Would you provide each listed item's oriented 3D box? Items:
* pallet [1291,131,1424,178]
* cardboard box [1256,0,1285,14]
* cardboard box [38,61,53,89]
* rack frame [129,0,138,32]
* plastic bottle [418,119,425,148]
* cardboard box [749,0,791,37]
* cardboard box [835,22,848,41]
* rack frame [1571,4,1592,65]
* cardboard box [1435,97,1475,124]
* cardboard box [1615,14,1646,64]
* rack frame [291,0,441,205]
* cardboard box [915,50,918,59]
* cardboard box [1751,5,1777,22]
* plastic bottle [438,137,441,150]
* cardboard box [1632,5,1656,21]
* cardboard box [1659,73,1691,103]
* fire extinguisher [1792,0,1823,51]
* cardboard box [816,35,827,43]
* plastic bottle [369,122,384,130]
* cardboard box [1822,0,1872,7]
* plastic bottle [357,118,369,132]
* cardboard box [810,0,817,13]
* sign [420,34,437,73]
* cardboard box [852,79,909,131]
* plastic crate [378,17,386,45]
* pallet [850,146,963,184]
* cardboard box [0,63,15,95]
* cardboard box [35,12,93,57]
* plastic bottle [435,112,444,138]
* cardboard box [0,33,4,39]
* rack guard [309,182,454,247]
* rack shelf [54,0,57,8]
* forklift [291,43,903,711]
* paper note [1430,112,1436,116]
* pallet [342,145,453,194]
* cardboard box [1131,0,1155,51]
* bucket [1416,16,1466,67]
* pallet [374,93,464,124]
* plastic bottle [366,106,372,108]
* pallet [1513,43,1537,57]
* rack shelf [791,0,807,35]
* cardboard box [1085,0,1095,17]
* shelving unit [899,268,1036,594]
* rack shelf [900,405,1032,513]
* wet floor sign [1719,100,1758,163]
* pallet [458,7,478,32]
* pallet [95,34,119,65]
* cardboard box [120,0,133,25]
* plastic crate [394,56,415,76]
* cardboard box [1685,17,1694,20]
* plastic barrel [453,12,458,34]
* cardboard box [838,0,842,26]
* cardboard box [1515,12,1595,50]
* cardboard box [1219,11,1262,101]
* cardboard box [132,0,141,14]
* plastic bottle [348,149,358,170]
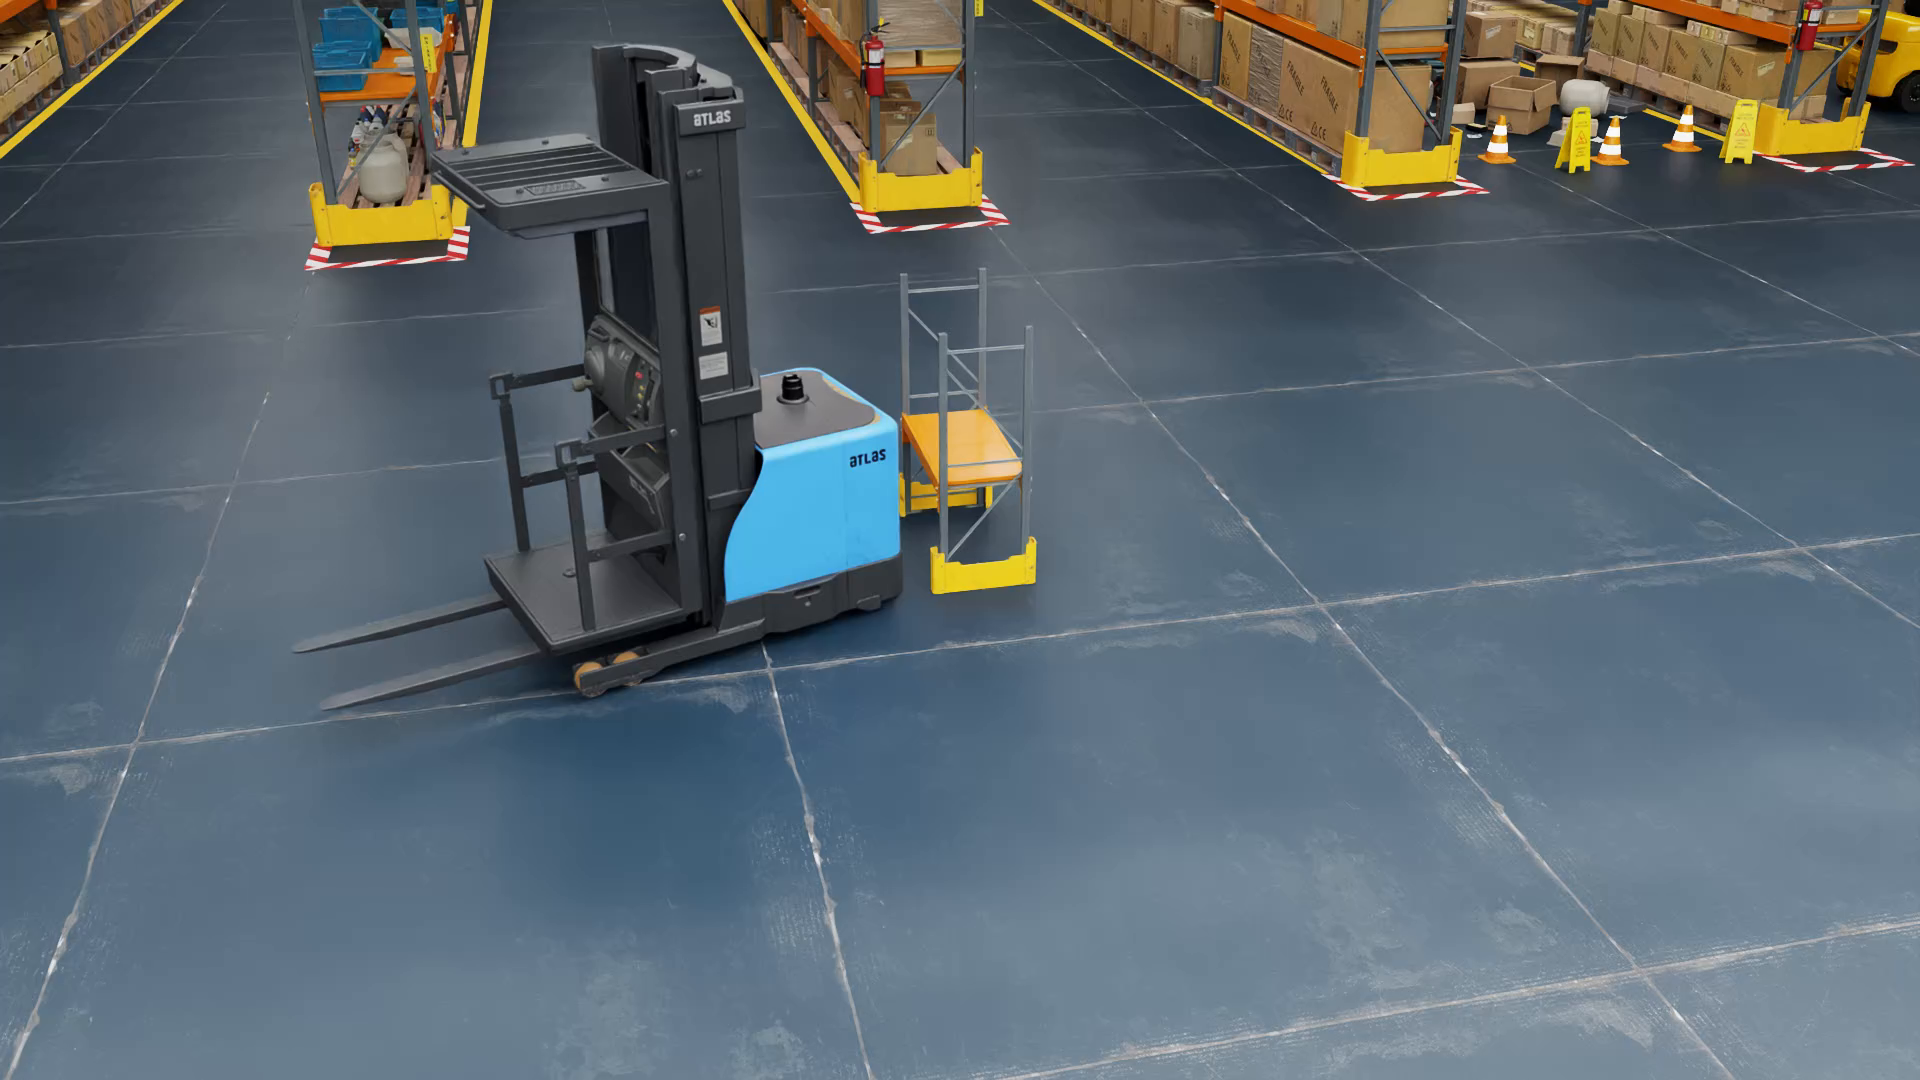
[{"bbox_3d":[4.235,-4.142,17.722,1.003,0.211,1.213,-6,27,-12],"label":"pallet"},{"bbox_3d":[3.838,-6.218,18.573,0.875,0.550,0.550,-6,27,-12],"label":"cardboard box"},{"bbox_3d":[-11.343,-5.620,20.141,0.500,0.250,0.500,-6,27,-12],"label":"cardboard box"},{"bbox_3d":[-12.720,-8.848,23.951,1.000,3.000,0.127,-6,27,-12],"label":"rack frame"},{"bbox_3d":[-5.619,-4.259,17.385,0.061,0.283,0.133,-6,27,-12],"label":"plastic bottle"},{"bbox_3d":[-2.301,-7.640,23.450,1.225,0.875,0.875,-7,28,-14],"label":"cardboard box"},{"bbox_3d":[-1.069,-5.224,17.050,0.380,0.149,0.250,-6,27,-12],"label":"cardboard box"},{"bbox_3d":[8.390,-7.347,20.977,1.000,3.000,0.127,-6,27,-12],"label":"rack frame"},{"bbox_3d":[5.772,-5.012,19.384,0.396,0.266,0.258,-1,27,-3],"label":"cardboard box"},{"bbox_3d":[8.392,-6.121,20.302,0.500,0.500,0.500,-5,27,-10],"label":"cardboard box"},{"bbox_3d":[-5.189,-4.081,14.507,1.000,3.000,0.127,-6,27,-12],"label":"rack frame"},{"bbox_3d":[-0.233,-4.733,16.078,0.380,0.149,0.250,-6,27,-12],"label":"cardboard box"},{"bbox_3d":[8.834,-5.721,18.034,0.380,0.149,0.250,-6,27,-12],"label":"cardboard box"},{"bbox_3d":[-5.416,-4.094,17.150,0.097,0.201,0.097,0,27,0],"label":"plastic bottle"},{"bbox_3d":[8.348,-6.358,20.052,0.380,0.149,0.250,-5,27,-10],"label":"cardboard box"},{"bbox_3d":[8.615,-5.336,19.578,0.500,0.250,0.500,-7,28,-13],"label":"cardboard box"},{"bbox_3d":[8.869,-5.459,17.323,0.296,0.674,0.183,-6,27,-12],"label":"fire extinguisher"},{"bbox_3d":[-1.471,-5.904,20.404,0.700,0.500,0.500,-6,27,-12],"label":"cardboard box"},{"bbox_3d":[-6.036,-4.178,17.233,0.152,0.276,0.135,-6,27,-12],"label":"plastic bottle"},{"bbox_3d":[9.455,-6.004,17.876,0.500,0.500,0.500,-6,27,-12],"label":"cardboard box"},{"bbox_3d":[-6.174,-4.185,17.165,0.144,0.351,0.185,-6,27,-12],"label":"plastic bottle"},{"bbox_3d":[-1.466,-5.992,18.572,0.380,0.149,0.250,-6,27,-12],"label":"cardboard box"},{"bbox_3d":[-4.652,-4.259,14.552,0.100,0.325,0.005,-6,27,-12],"label":"sign"},{"bbox_3d":[-0.861,-4.717,18.075,0.500,0.500,0.500,-8,28,-16],"label":"cardboard box"},{"bbox_3d":[-6.059,-5.118,16.797,0.450,0.188,0.662,-6,27,-12],"label":"plastic crate"},{"bbox_3d":[-0.529,-3.733,16.912,1.003,0.211,1.213,-6,27,-12],"label":"pallet"},{"bbox_3d":[-10.993,-5.201,18.688,0.500,0.311,0.500,-7,28,-13],"label":"cardboard box"},{"bbox_3d":[-11.766,-6.631,21.844,0.500,0.500,0.500,-7,28,-13],"label":"cardboard box"},{"bbox_3d":[-5.544,-4.416,17.697,0.061,0.283,0.133,-4,27,-8],"label":"plastic bottle"},{"bbox_3d":[-11.987,-6.043,20.356,0.500,0.311,0.500,-5,27,-10],"label":"cardboard box"},{"bbox_3d":[-5.252,-2.994,15.127,1.175,0.500,0.348,-6,27,-12],"label":"rack guard"},{"bbox_3d":[-12.269,-7.649,22.374,1.077,0.370,4.000,-6,27,-12],"label":"rack shelf"},{"bbox_3d":[-1.835,-0.806,8.094,3.031,2.935,1.130,-15,31,-28],"label":"forklift"},{"bbox_3d":[5.679,-5.060,19.751,0.172,0.023,0.155,3,27,6],"label":"paper note"},{"bbox_3d":[-5.701,-3.757,16.959,1.003,0.211,1.213,-6,27,-12],"label":"pallet"},{"bbox_3d":[2.939,-7.079,22.477,1.050,0.750,0.750,-6,27,-11],"label":"cardboard box"},{"bbox_3d":[5.867,-6.191,20.633,0.726,0.611,0.620,3,17,6],"label":"bucket"},{"bbox_3d":[-6.305,-4.933,19.290,1.003,0.211,1.213,-6,27,-12],"label":"pallet"},{"bbox_3d":[-6.446,-4.631,18.137,0.097,0.271,0.097,0,27,0],"label":"plastic bottle"},{"bbox_3d":[7.935,-6.980,23.345,1.003,0.211,1.213,-6,27,-12],"label":"pallet"},{"bbox_3d":[-1.715,-6.897,20.885,1.077,0.370,4.000,-6,27,-12],"label":"rack shelf"},{"bbox_3d":[2.173,-8.118,24.813,0.500,0.500,0.500,-5,27,-10],"label":"cardboard box"},{"bbox_3d":[0.017,-0.636,9.346,0.587,1.500,1.083,-6,27,-12],"label":"shelving unit"},{"bbox_3d":[0.019,-0.472,9.419,0.538,0.185,1.000,-6,27,-12],"label":"rack shelf"},{"bbox_3d":[8.292,-4.348,17.648,0.267,0.644,0.232,3,27,6],"label":"wet floor sign"},{"bbox_3d":[-7.760,-7.762,24.893,1.003,0.211,1.213,-6,27,-12],"label":"pallet"},{"bbox_3d":[-12.221,-6.713,22.817,1.003,0.211,1.213,-6,27,-12],"label":"pallet"},{"bbox_3d":[-12.330,-7.741,24.044,0.500,0.500,0.500,-6,27,-12],"label":"cardboard box"},{"bbox_3d":[-5.077,-4.389,15.410,0.298,0.136,0.250,-6,27,-12],"label":"plastic crate"},{"bbox_3d":[8.901,-6.186,20.430,0.500,0.500,0.500,-5,27,-11],"label":"cardboard box"},{"bbox_3d":[-7.373,-7.413,23.319,0.600,0.588,0.708,-6,27,-12],"label":"plastic barrel"},{"bbox_3d":[-0.761,-5.437,16.753,0.875,0.500,0.500,-6,27,-12],"label":"cardboard box"},{"bbox_3d":[8.104,-6.906,22.554,0.950,0.372,0.625,-4,27,-8],"label":"cardboard box"},{"bbox_3d":[3.664,-5.755,19.716,0.875,0.875,0.875,-6,27,-11],"label":"cardboard box"},{"bbox_3d":[-12.604,-8.050,24.867,0.500,0.311,0.500,-6,27,-12],"label":"cardboard box"},{"bbox_3d":[-6.030,-3.790,16.548,0.097,0.201,0.097,0,27,0],"label":"plastic bottle"}]
